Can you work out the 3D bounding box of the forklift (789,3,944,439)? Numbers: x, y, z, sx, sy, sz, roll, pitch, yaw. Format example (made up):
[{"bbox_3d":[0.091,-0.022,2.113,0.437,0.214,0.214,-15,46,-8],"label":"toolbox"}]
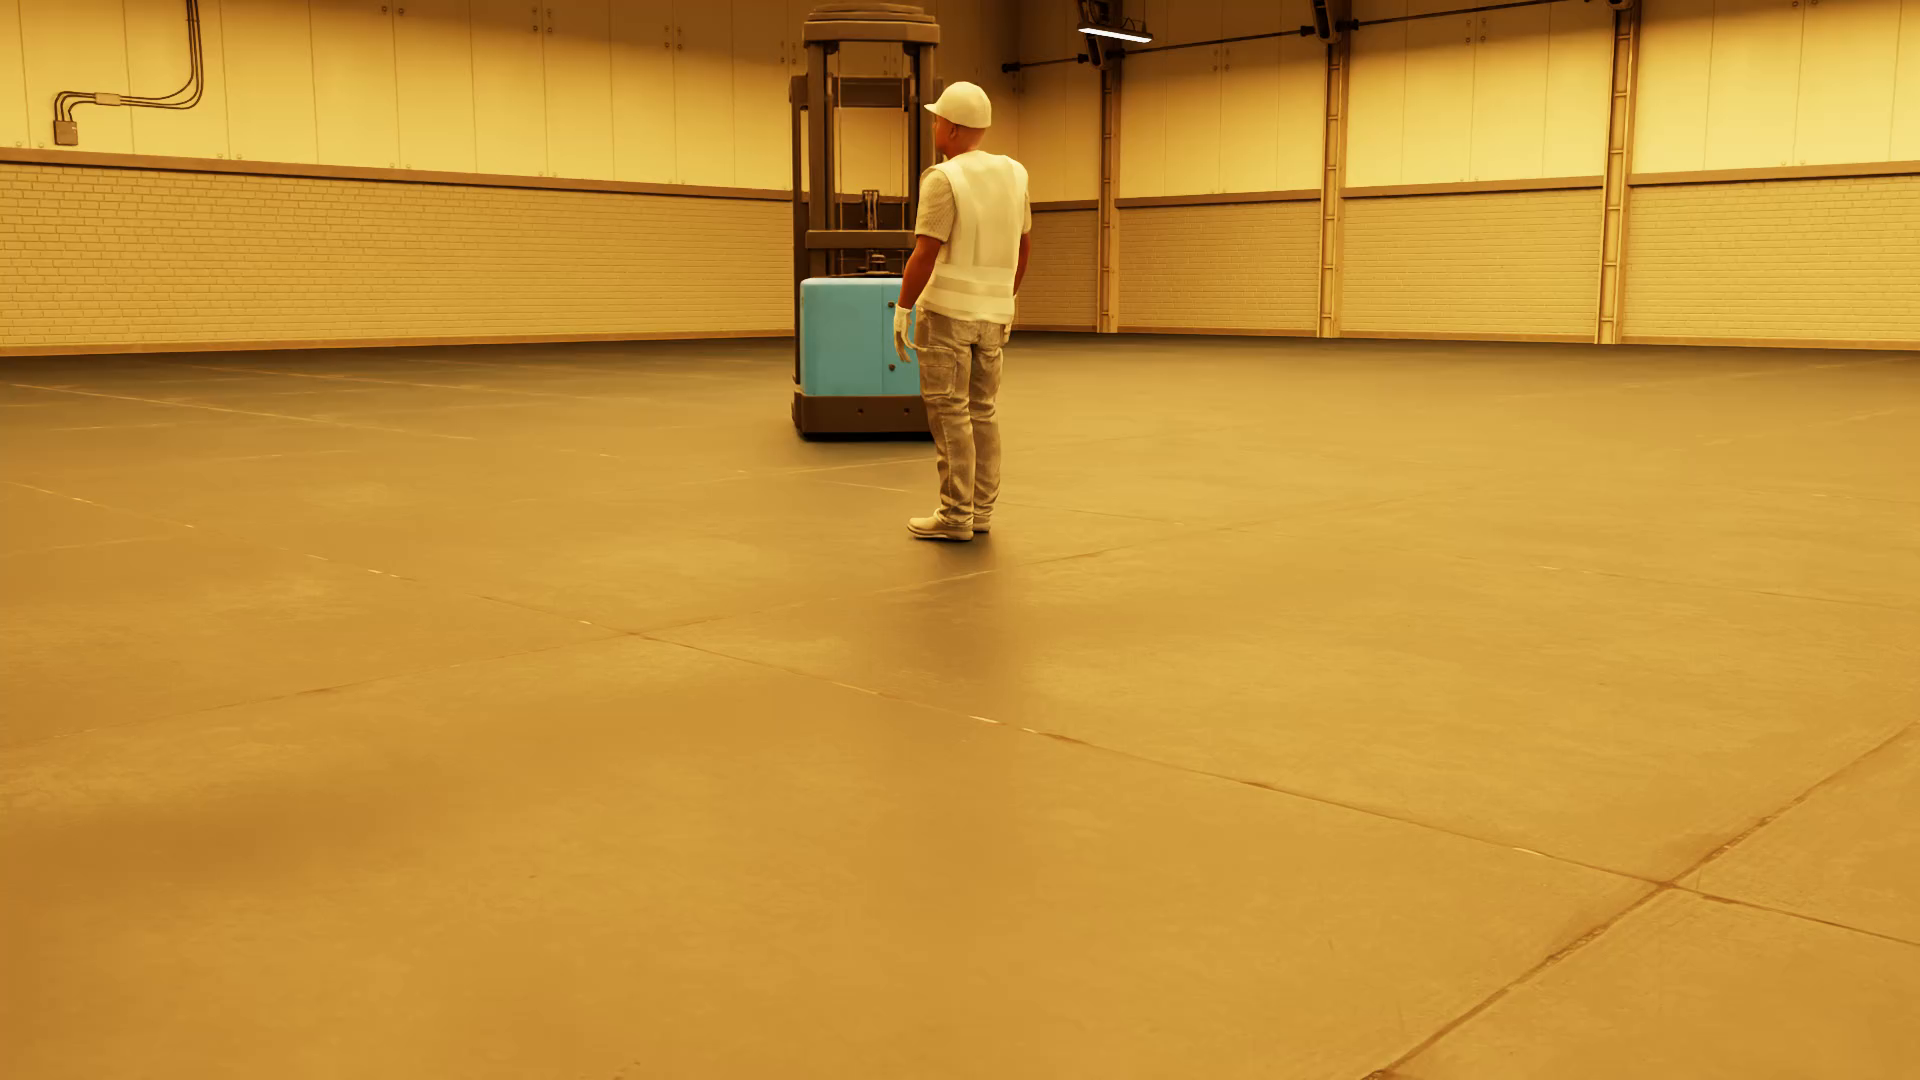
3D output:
[{"bbox_3d":[-0.689,-2.311,12.221,1.130,2.935,3.031,-1,9,-7],"label":"forklift"}]

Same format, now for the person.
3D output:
[{"bbox_3d":[-0.045,-0.897,6.639,0.577,1.782,0.656,8,12,43],"label":"person"}]
